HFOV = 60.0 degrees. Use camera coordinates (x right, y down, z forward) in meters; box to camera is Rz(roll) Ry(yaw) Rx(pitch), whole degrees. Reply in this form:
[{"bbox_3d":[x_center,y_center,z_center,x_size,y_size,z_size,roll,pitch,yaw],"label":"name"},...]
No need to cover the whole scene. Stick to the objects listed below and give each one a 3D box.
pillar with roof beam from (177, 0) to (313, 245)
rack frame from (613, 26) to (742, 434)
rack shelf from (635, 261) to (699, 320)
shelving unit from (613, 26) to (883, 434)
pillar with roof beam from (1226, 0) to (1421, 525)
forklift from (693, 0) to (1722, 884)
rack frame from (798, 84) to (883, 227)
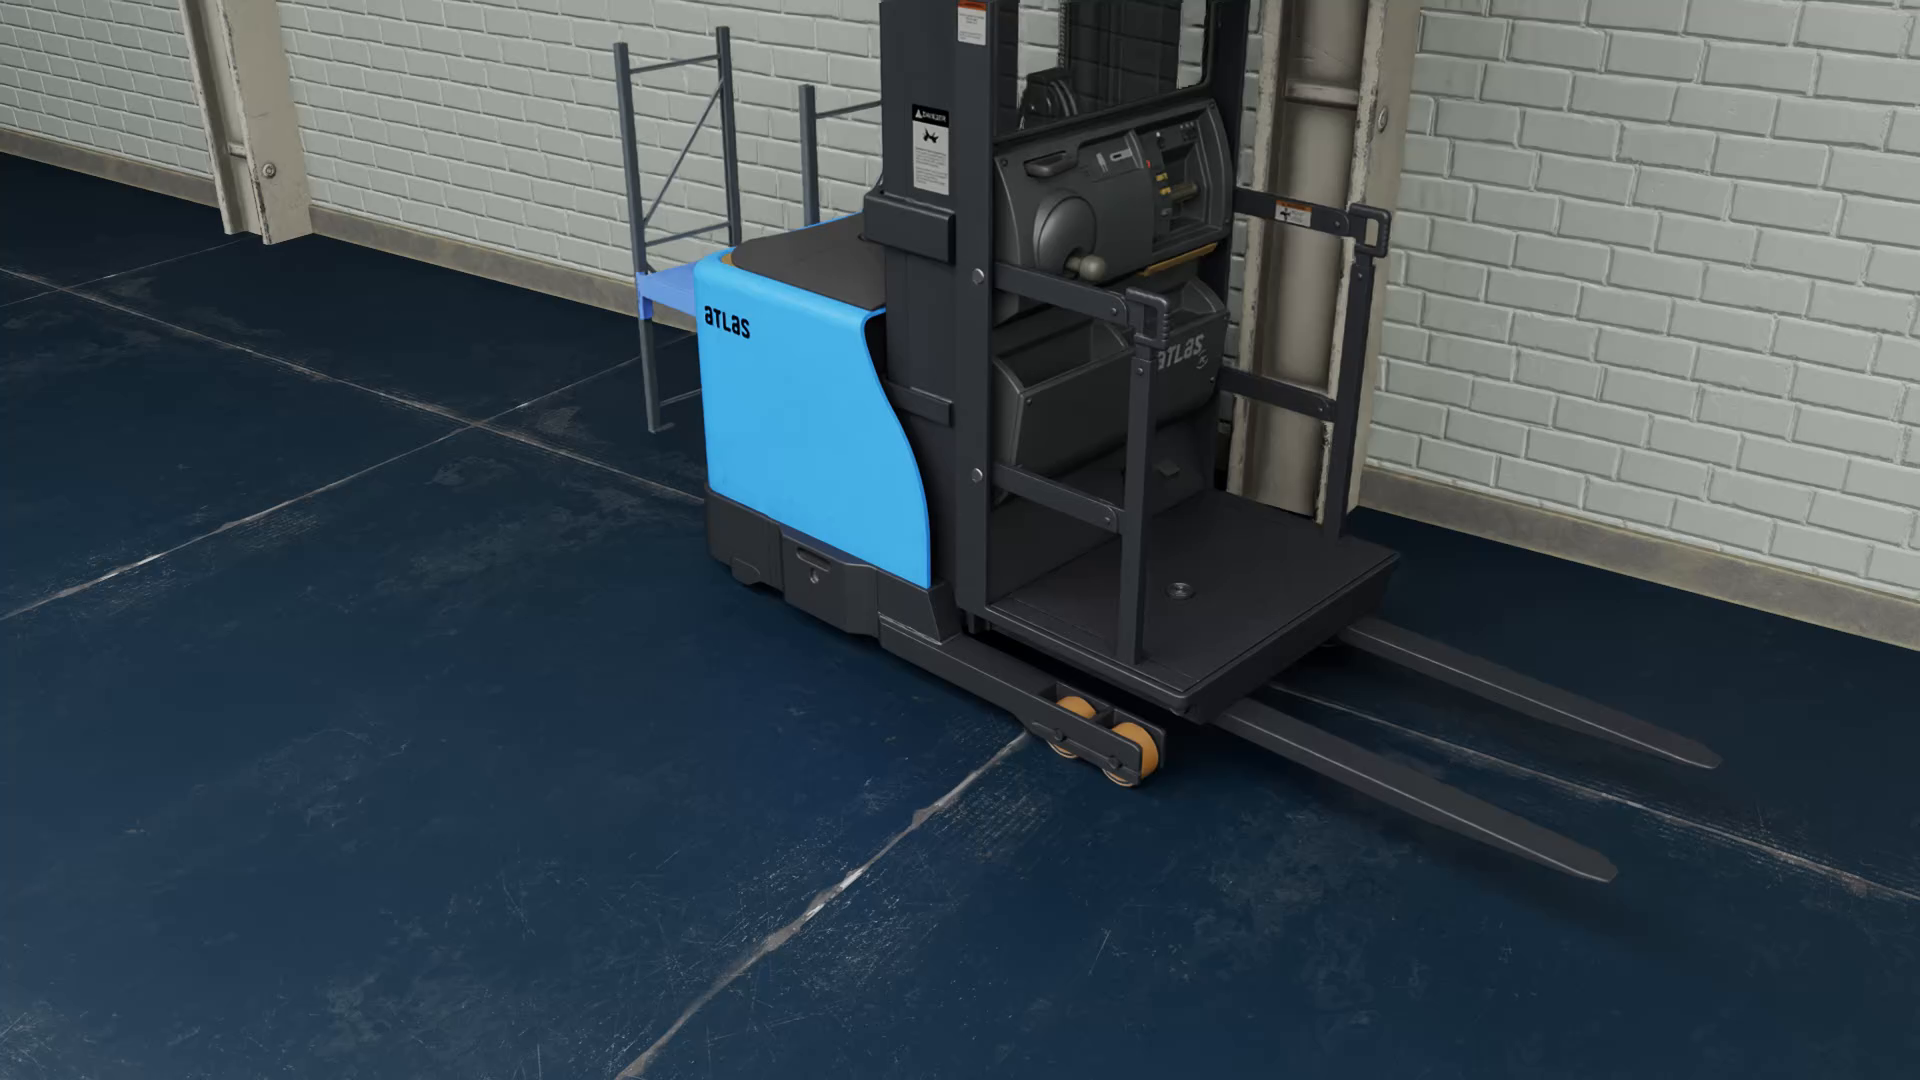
[{"bbox_3d":[-6.180,-4.075,3.836,0.400,9.000,9.100,17,32,30],"label":"pillar with roof beam"},{"bbox_3d":[-1.049,-1.174,6.404,0.032,1.500,0.500,24,36,39],"label":"rack frame"},{"bbox_3d":[-0.688,-0.852,6.166,1.000,0.185,0.538,24,36,39],"label":"rack shelf"},{"bbox_3d":[-0.688,-1.012,6.085,1.048,1.500,0.538,24,36,39],"label":"shelving unit"},{"bbox_3d":[-1.235,-2.534,0.808,0.400,9.000,9.100,17,32,30],"label":"pillar with roof beam"},{"bbox_3d":[0.585,-0.916,4.318,3.031,2.935,1.130,23,35,38],"label":"forklift"},{"bbox_3d":[-0.327,-0.850,5.766,0.032,1.500,0.500,24,36,39],"label":"rack frame"}]
